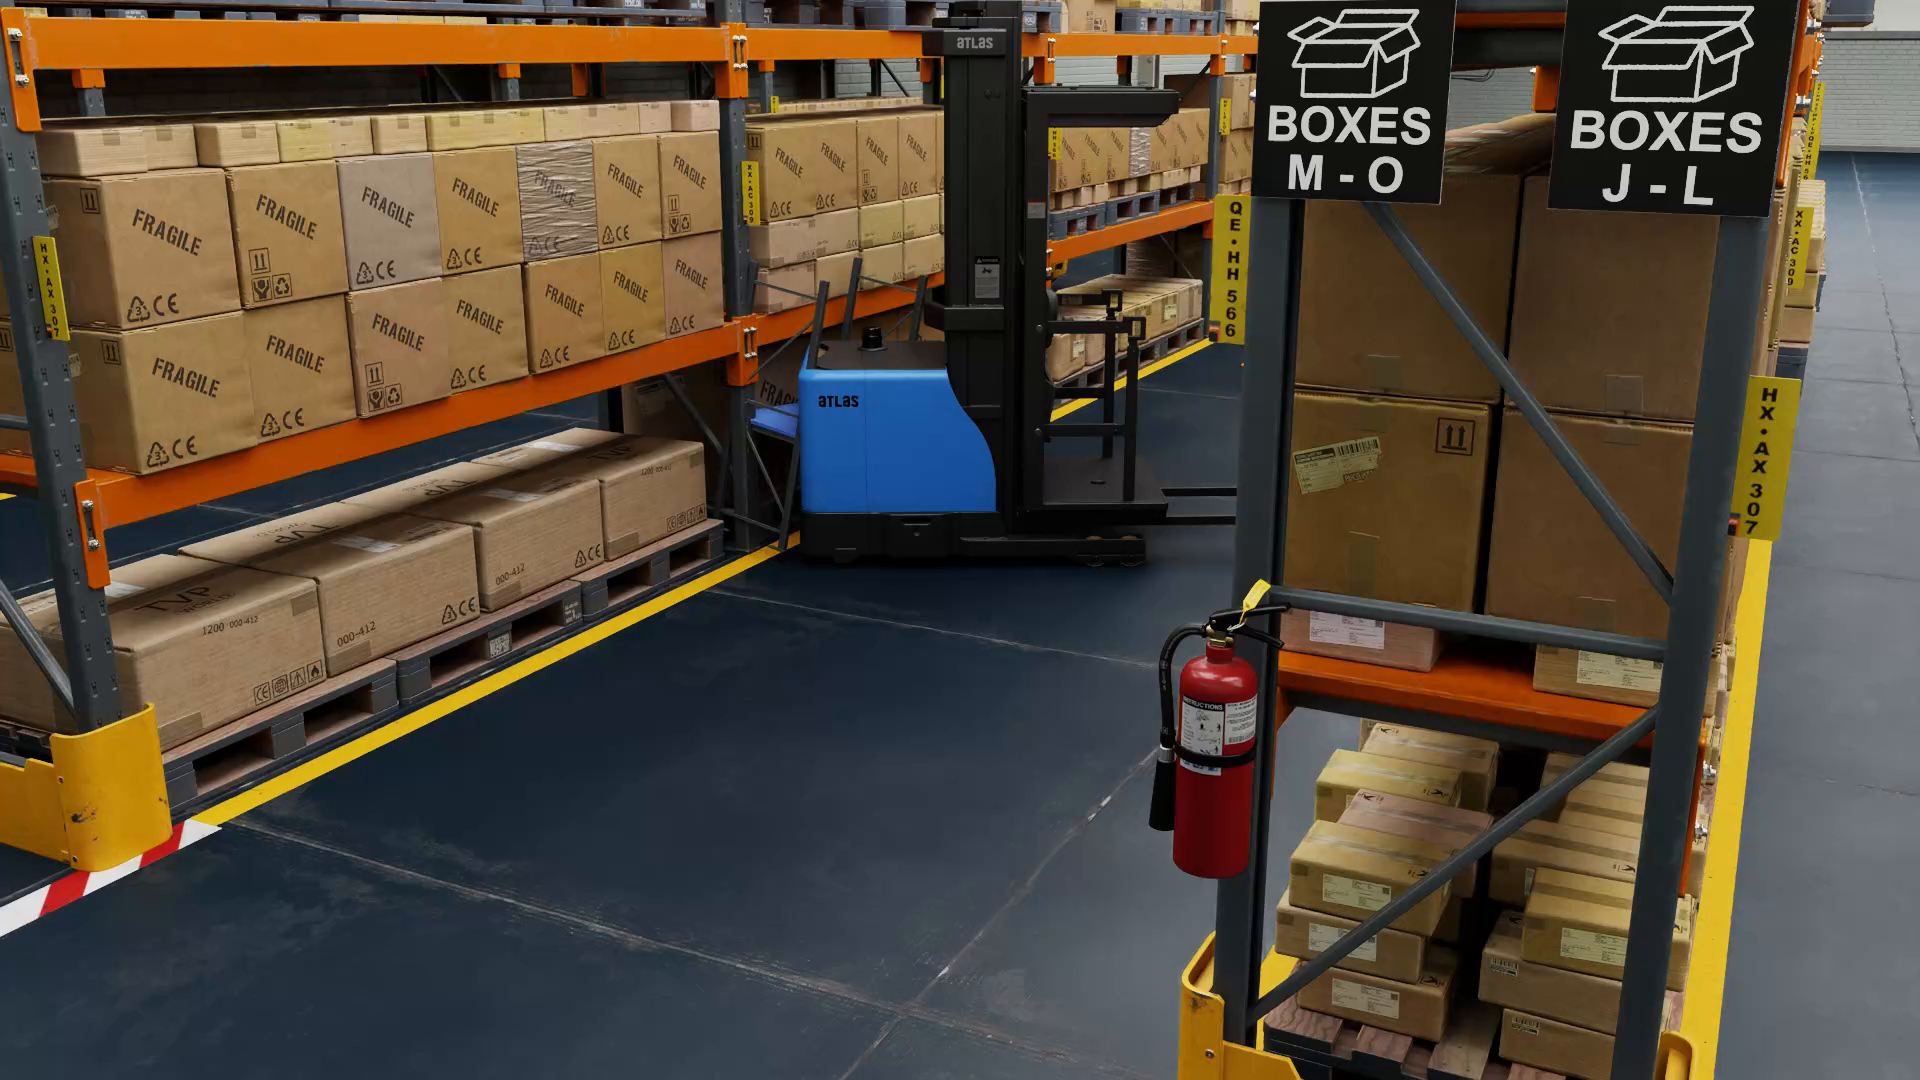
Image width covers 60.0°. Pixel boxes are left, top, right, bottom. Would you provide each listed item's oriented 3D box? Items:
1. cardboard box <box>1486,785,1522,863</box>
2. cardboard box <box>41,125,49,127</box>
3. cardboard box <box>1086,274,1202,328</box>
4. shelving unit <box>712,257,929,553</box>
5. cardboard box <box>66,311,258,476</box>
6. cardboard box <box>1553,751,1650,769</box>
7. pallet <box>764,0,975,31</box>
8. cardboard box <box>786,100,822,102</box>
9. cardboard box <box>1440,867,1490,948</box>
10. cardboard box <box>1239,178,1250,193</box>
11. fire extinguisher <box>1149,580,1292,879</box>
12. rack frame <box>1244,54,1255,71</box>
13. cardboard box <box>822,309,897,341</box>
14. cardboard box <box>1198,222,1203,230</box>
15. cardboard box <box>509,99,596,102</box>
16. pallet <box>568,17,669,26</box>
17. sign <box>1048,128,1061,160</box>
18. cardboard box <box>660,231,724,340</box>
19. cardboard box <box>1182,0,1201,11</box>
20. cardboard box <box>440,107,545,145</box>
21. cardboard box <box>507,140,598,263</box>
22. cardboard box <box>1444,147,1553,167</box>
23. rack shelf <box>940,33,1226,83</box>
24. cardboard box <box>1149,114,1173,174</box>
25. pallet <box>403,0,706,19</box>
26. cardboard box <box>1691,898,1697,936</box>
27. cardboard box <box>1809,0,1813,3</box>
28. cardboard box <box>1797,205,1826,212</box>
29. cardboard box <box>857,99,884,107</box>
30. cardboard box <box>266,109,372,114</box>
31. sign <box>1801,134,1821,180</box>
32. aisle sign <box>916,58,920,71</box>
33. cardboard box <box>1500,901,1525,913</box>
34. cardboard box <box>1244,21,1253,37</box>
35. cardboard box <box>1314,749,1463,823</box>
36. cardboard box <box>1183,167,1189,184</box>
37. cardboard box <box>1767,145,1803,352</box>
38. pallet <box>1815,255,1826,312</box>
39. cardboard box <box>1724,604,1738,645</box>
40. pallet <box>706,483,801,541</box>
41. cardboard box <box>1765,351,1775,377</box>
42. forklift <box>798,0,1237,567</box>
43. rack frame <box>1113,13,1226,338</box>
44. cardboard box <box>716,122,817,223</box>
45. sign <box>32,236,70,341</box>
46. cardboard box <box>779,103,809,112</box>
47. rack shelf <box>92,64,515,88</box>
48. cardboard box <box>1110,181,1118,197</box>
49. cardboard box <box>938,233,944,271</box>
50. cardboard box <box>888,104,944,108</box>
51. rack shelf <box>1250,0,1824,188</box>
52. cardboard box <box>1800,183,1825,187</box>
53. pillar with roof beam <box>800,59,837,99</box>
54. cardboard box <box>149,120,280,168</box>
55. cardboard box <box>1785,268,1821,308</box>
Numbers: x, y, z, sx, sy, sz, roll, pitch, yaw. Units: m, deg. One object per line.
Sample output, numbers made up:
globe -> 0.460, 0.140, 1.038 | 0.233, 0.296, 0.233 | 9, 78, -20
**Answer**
cardboard box -> 1.515, 0.851, 5.138 | 0.380, 0.149, 0.250 | 8, 18, 25
cardboard box -> -3.400, -1.372, 5.805 | 0.380, 0.149, 0.250 | 8, 18, 26
cardboard box -> 1.748, -2.281, 15.815 | 0.950, 0.372, 0.625 | 8, 18, 26
shelving unit -> -0.785, -0.796, 9.419 | 0.538, 1.500, 1.048 | 19, 18, 26
cardboard box -> -2.910, -0.551, 5.935 | 0.500, 0.500, 0.500 | 8, 18, 25
cardboard box -> 2.042, 0.700, 5.123 | 0.380, 0.149, 0.250 | 9, 19, 28
pallet -> -0.544, -3.346, 10.586 | 1.003, 0.211, 1.213 | 9, 19, 28
cardboard box -> -1.847, -5.108, 19.617 | 0.380, 0.149, 0.250 | 9, 19, 27
cardboard box -> 1.360, 1.057, 4.967 | 0.380, 0.149, 0.250 | 8, 18, 25
cardboard box -> 2.708, -3.594, 16.797 | 0.380, 0.149, 0.250 | 9, 19, 27
fire extinguisher -> 0.567, 0.408, 3.673 | 0.296, 0.674, 0.183 | 8, 18, 25
rack frame -> 3.768, -4.493, 19.382 | 1.000, 3.000, 0.127 | 8, 18, 25
cardboard box -> -0.992, -1.018, 10.678 | 0.875, 0.875, 0.875 | 9, 19, 27
cardboard box -> 2.595, -3.168, 16.556 | 0.380, 0.149, 0.250 | 8, 18, 26
cardboard box -> -2.068, -2.160, 8.456 | 0.380, 0.149, 0.250 | 8, 18, 26
pallet -> -3.529, -4.902, 15.825 | 1.003, 0.211, 1.213 | 9, 19, 28
sign -> 0.691, -2.940, 12.121 | 0.100, 0.325, 0.005 | 8, 18, 25
cardboard box -> -1.573, -1.333, 8.569 | 0.500, 0.500, 0.500 | 8, 18, 26
cardboard box -> 1.849, -4.874, 14.923 | 0.500, 0.250, 0.500 | 8, 18, 24
cardboard box -> -2.075, -1.838, 7.372 | 0.380, 0.149, 0.250 | 8, 18, 24
cardboard box -> -2.011, -1.549, 7.539 | 0.500, 0.500, 0.500 | 8, 18, 26
cardboard box -> 1.300, -0.760, 4.361 | 0.500, 0.500, 0.500 | 7, 18, 24
rack shelf -> 1.087, -4.057, 13.912 | 1.077, 0.370, 4.000 | 8, 18, 25
cardboard box -> 1.523, -3.462, 14.475 | 0.500, 0.500, 0.500 | 9, 19, 27
pallet -> -1.969, -2.624, 7.979 | 1.003, 0.211, 1.213 | 8, 18, 25
cardboard box -> 1.973, 1.067, 4.933 | 0.380, 0.149, 0.250 | 8, 18, 26
cardboard box -> 1.521, -1.261, 3.497 | 0.500, 0.250, 0.500 | 9, 19, 27
cardboard box -> 4.044, -1.569, 8.199 | 0.380, 0.149, 0.250 | 9, 19, 27
cardboard box -> -1.126, -5.169, 19.821 | 0.380, 0.149, 0.250 | 8, 19, 26
cardboard box -> -2.745, -1.769, 7.140 | 0.380, 0.149, 0.250 | 9, 19, 27
sign -> 5.156, -2.301, 10.110 | 0.100, 0.325, 0.005 | 8, 18, 25
aisle sign -> -0.382, -6.349, 21.065 | 0.394, 0.787, 0.004 | 8, 18, 25
cardboard box -> 1.759, 0.973, 4.729 | 0.380, 0.149, 0.250 | 8, 18, 26
cardboard box -> 2.666, -5.035, 16.381 | 0.380, 0.149, 0.250 | 9, 19, 27
cardboard box -> 1.268, 0.761, 4.918 | 0.380, 0.149, 0.250 | 8, 18, 24
cardboard box -> 1.864, -3.324, 15.149 | 0.380, 0.149, 0.250 | 8, 18, 24
cardboard box -> 2.002, -0.823, 4.571 | 0.500, 0.500, 0.500 | 8, 18, 24
pallet -> 4.444, -1.564, 9.858 | 1.213, 0.211, 1.003 | 8, 18, 25
cardboard box -> 1.775, 0.135, 4.244 | 0.380, 0.149, 0.250 | 8, 18, 24
pallet -> -1.317, -0.305, 10.182 | 1.003, 0.211, 1.213 | 8, 18, 25
cardboard box -> 2.459, -0.605, 5.594 | 0.500, 0.500, 0.500 | 8, 18, 25
forklift -> 0.630, -1.410, 9.125 | 3.031, 2.935, 1.130 | 0, 17, -2
rack frame -> 1.981, -3.474, 15.952 | 1.000, 3.000, 0.127 | 8, 18, 25
cardboard box -> -1.140, -2.039, 9.189 | 0.500, 0.500, 0.500 | 8, 18, 26
sign -> -2.888, -0.798, 5.283 | 0.100, 0.325, 0.005 | 8, 18, 25
cardboard box -> -1.912, -4.793, 18.557 | 0.380, 0.149, 0.250 | 8, 18, 24
rack shelf -> -5.143, -3.669, 12.604 | 1.077, 0.370, 4.000 | 8, 18, 25
cardboard box -> 1.095, -2.942, 13.865 | 0.380, 0.149, 0.250 | 9, 19, 28
cardboard box -> -0.254, -1.963, 11.128 | 0.500, 0.250, 0.500 | 8, 18, 25
cardboard box -> -0.246, -2.888, 12.046 | 0.500, 0.500, 0.500 | 7, 18, 24
rack shelf -> 1.986, -1.416, 5.017 | 1.077, 0.370, 4.000 | 8, 18, 25
cardboard box -> 4.744, -1.970, 9.548 | 0.380, 0.149, 0.250 | 8, 18, 25
pillar with roof beam -> 2.060, -7.389, 18.596 | 9.100, 9.000, 0.400 | 8, 18, 25
cardboard box -> -2.703, -1.438, 6.027 | 0.380, 0.149, 0.250 | 9, 19, 27
cardboard box -> 3.467, -1.097, 7.132 | 0.380, 0.149, 0.250 | 8, 19, 26
